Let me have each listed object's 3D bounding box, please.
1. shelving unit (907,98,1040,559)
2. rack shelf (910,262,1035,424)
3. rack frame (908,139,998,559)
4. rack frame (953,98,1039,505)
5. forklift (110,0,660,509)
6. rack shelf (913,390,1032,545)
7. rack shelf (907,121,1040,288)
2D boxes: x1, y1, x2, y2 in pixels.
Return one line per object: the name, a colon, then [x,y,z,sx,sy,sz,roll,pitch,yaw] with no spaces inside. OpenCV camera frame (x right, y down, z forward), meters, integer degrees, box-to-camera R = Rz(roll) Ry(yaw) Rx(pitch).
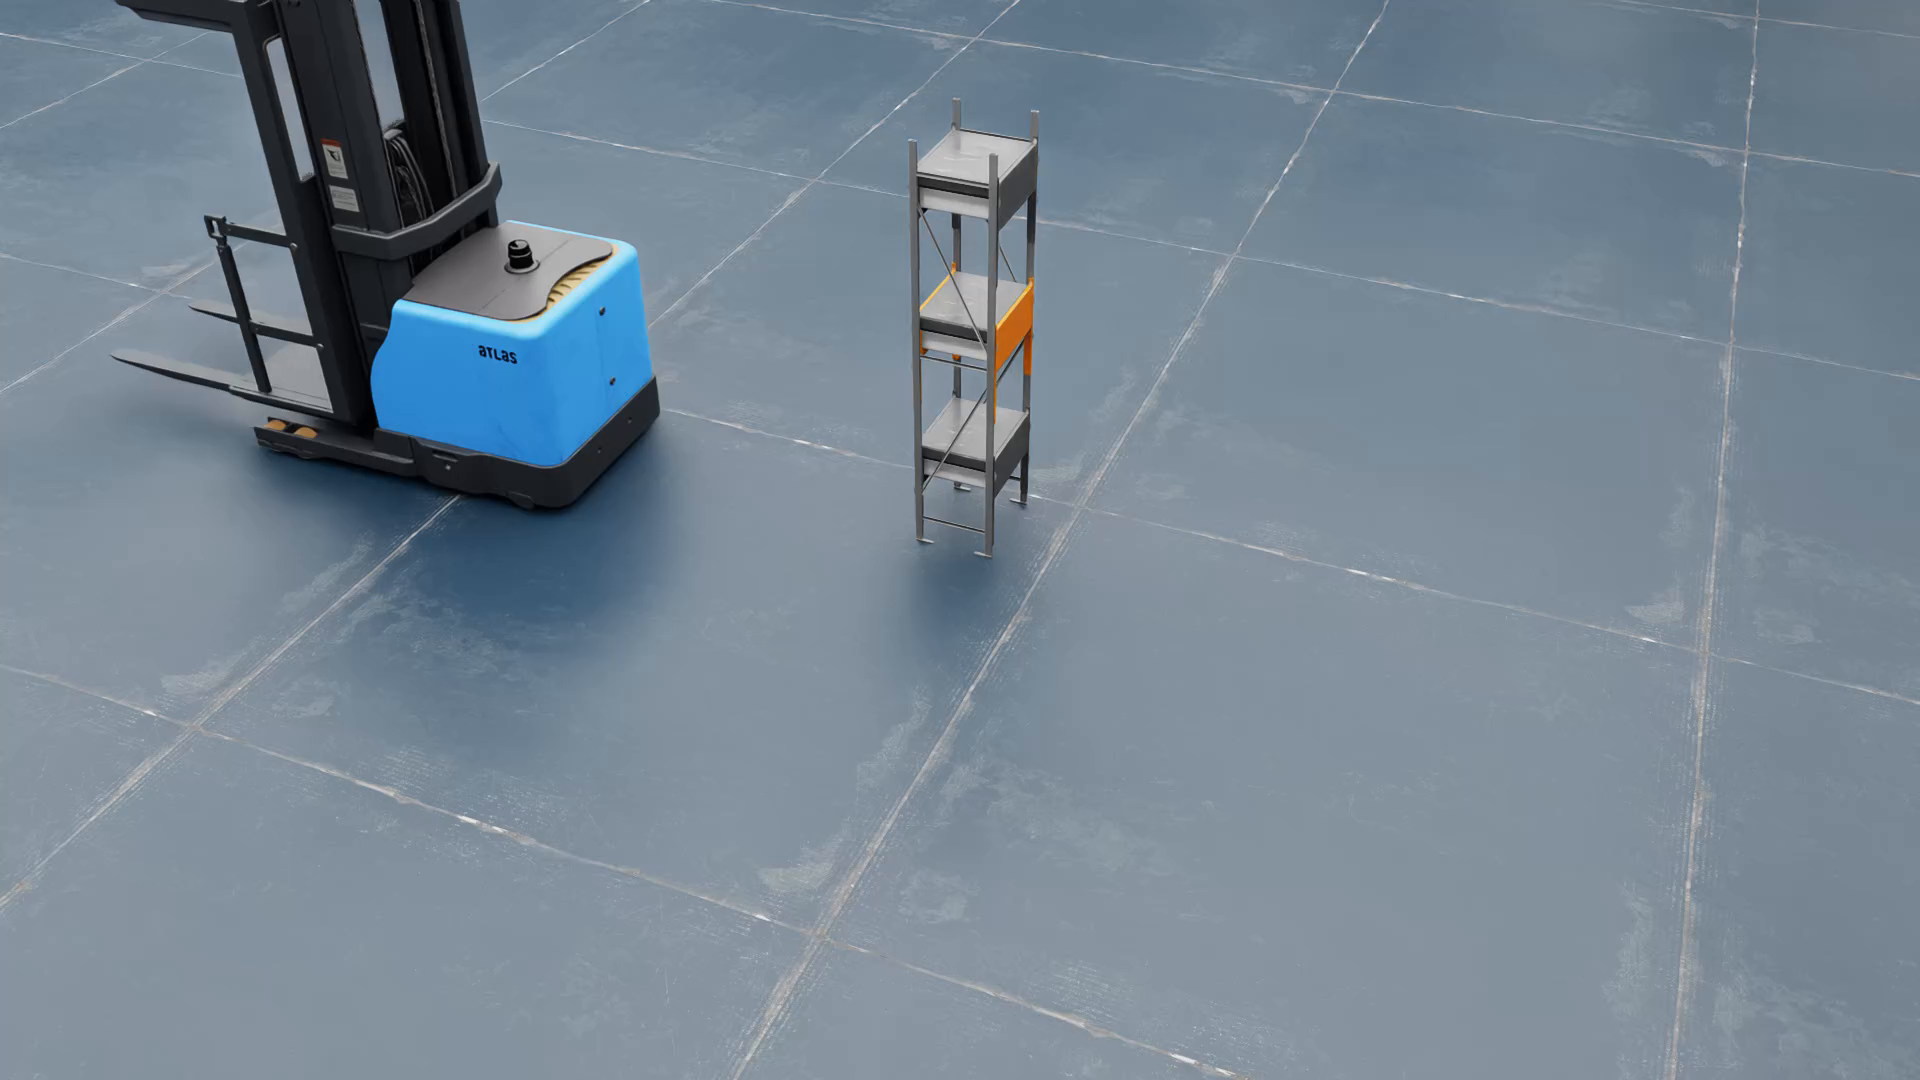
shelving unit: [0.063,-0.933,7.744,0.431,2.100,0.503,14,39,18]
rack shelf: [0.063,-0.922,7.752,0.431,0.518,0.480,14,39,18]
rack frame: [-0.030,-0.798,7.563,0.400,2.100,0.015,14,39,18]
rack frame: [0.156,-1.068,7.925,0.400,2.100,0.015,14,39,18]
forklift: [-3.202,-1.883,8.320,3.031,2.935,1.130,13,39,17]
rack shelf: [0.063,-0.361,8.171,0.431,0.518,0.480,14,39,18]
rack shelf: [0.063,-1.482,7.333,0.431,0.518,0.480,14,39,18]
